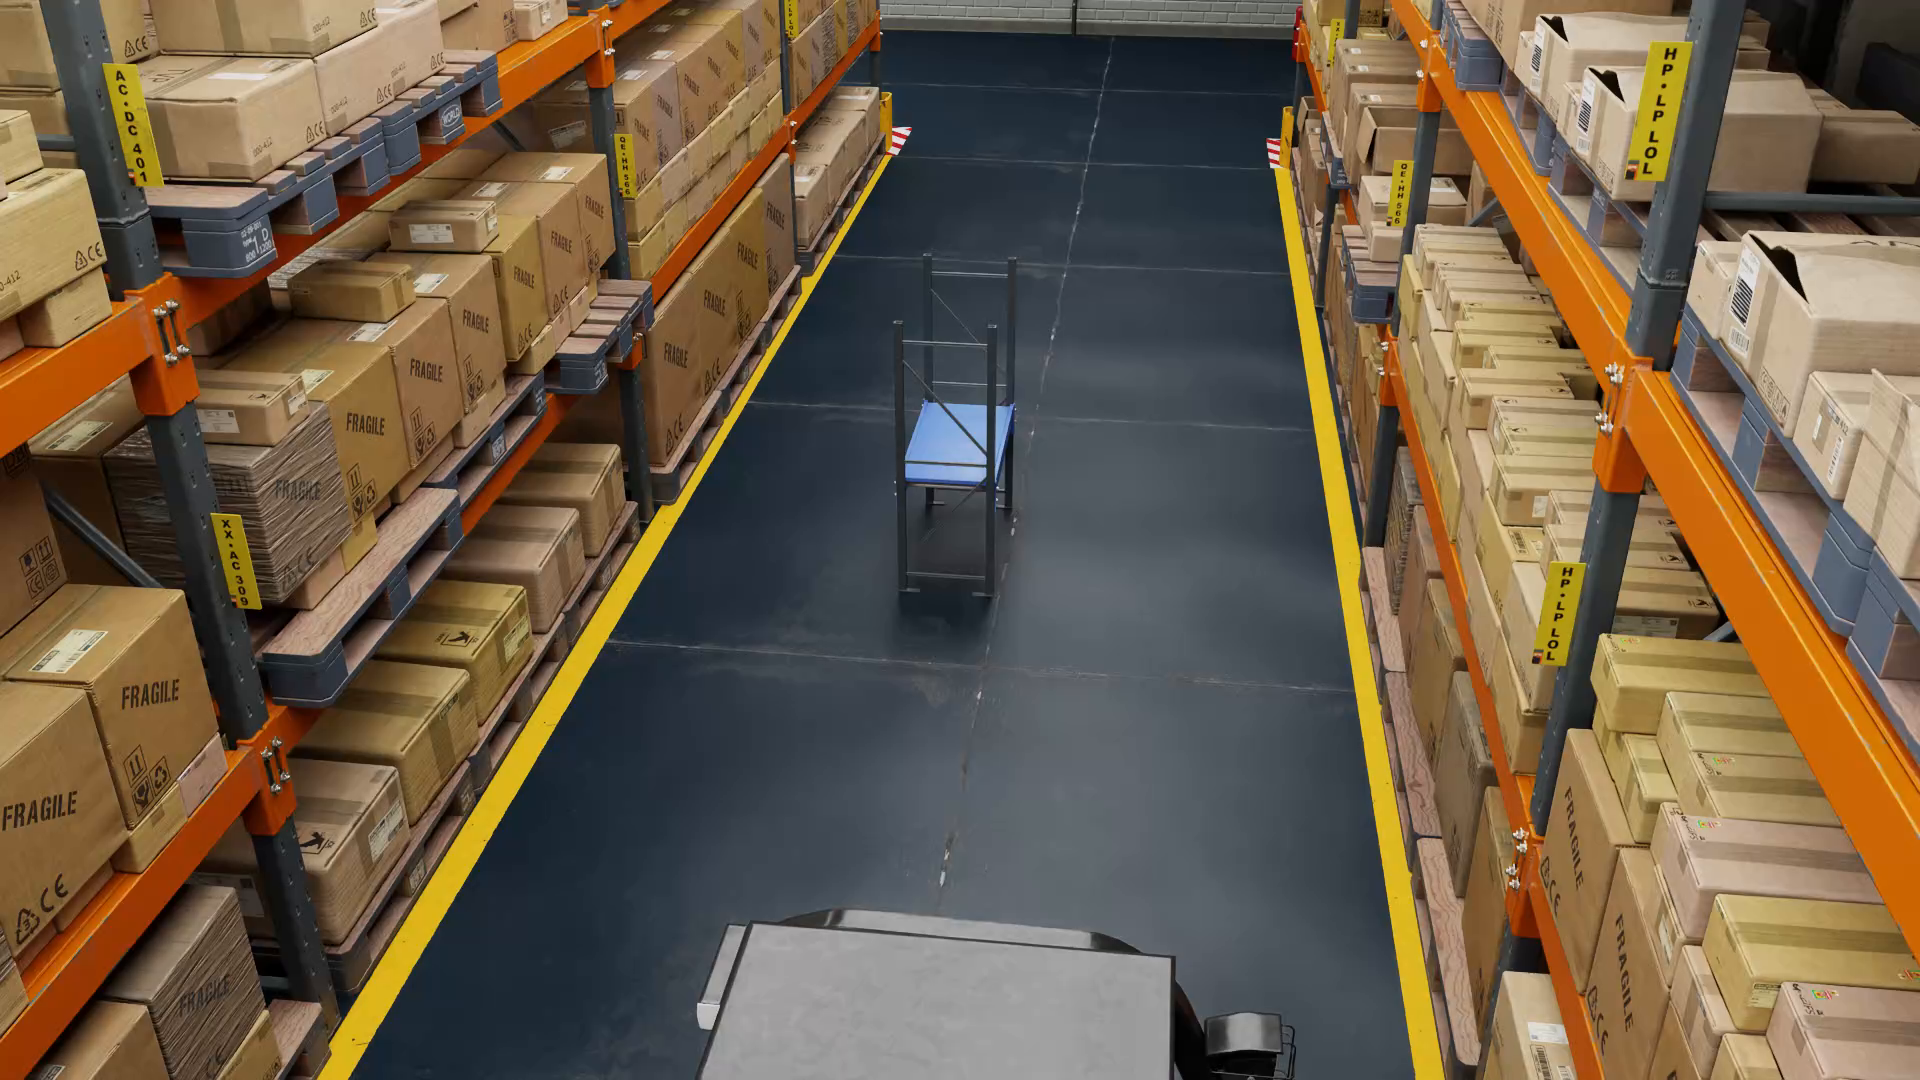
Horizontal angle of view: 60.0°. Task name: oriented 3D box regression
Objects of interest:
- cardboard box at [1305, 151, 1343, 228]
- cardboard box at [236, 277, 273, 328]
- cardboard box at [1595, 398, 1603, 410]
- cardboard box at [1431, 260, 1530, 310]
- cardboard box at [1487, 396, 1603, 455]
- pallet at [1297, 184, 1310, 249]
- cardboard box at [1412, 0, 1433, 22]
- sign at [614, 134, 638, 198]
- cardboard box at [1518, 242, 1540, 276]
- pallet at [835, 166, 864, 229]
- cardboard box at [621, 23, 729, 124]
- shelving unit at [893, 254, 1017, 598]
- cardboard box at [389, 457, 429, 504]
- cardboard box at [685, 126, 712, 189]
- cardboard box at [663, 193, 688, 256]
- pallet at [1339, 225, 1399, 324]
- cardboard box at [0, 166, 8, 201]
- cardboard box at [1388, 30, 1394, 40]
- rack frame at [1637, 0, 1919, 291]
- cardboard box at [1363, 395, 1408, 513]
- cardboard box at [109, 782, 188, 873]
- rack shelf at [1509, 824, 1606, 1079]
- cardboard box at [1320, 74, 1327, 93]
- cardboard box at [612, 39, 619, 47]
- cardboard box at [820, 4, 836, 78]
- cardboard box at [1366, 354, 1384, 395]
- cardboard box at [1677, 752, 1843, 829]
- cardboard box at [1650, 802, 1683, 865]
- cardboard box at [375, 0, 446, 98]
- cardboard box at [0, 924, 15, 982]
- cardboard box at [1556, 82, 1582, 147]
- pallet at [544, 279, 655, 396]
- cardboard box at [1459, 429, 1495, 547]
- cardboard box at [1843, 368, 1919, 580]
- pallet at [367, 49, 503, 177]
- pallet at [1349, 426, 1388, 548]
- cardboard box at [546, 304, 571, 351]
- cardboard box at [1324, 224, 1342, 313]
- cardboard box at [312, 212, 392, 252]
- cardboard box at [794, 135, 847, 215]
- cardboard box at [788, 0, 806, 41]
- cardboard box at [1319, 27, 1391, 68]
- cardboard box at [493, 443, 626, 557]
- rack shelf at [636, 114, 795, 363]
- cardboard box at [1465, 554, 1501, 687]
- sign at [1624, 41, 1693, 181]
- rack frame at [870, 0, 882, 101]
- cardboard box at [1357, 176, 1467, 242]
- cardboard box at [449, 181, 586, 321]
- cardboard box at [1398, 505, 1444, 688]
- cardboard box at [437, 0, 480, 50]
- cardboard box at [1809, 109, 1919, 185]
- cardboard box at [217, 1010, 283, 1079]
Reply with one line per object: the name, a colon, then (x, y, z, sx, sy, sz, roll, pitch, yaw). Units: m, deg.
cardboard box: (3.218, -2.855, 13.580, 0.700, 0.500, 0.500, 2, 28, 4)
cardboard box: (-2.825, -0.911, 6.233, 0.380, 0.149, 0.250, 2, 28, 4)
cardboard box: (2.704, -0.390, 6.442, 0.500, 0.250, 0.500, 3, 28, 5)
cardboard box: (2.308, -1.125, 7.385, 0.380, 0.149, 0.250, 4, 29, 8)
cardboard box: (2.136, -0.400, 6.040, 0.380, 0.149, 0.250, 4, 29, 7)
pallet: (3.399, -2.730, 14.096, 1.003, 0.211, 1.213, 3, 28, 6)
cardboard box: (2.499, -2.686, 8.069, 0.500, 0.250, 0.500, 2, 28, 5)
sign: (-1.710, -1.911, 8.496, 0.100, 0.325, 0.005, 3, 28, 6)
cardboard box: (2.838, -1.341, 7.787, 0.380, 0.149, 0.250, 4, 29, 8)
pallet: (-1.442, -3.047, 14.684, 1.003, 0.211, 1.213, 3, 28, 6)
cardboard box: (-1.751, -2.879, 10.272, 0.500, 0.500, 0.500, 4, 29, 7)
shelving unit: (-0.010, -0.620, 8.820, 0.538, 1.500, 1.048, 3, 28, 6)
cardboard box: (-2.287, -0.269, 6.410, 0.380, 0.149, 0.250, 4, 29, 7)
cardboard box: (-1.805, -2.318, 10.021, 0.500, 0.250, 0.500, 3, 28, 6)
cardboard box: (-1.895, -1.855, 9.689, 0.500, 0.250, 0.500, 3, 28, 5)
pallet: (2.691, -1.415, 8.916, 1.213, 0.211, 1.003, 3, 28, 6)
cardboard box: (-2.518, -0.852, 3.931, 0.380, 0.149, 0.250, 3, 28, 5)
cardboard box: (3.616, -3.820, 13.023, 0.500, 0.250, 0.500, 4, 29, 7)
rack frame: (2.187, -1.934, 3.353, 1.000, 3.000, 0.127, 3, 28, 6)
cardboard box: (2.516, -0.472, 9.156, 0.500, 0.500, 0.500, 4, 29, 8)
cardboard box: (-2.500, 0.818, 4.835, 0.380, 0.149, 0.250, 4, 29, 7)
rack shelf: (1.942, 1.965, 3.199, 1.077, 0.370, 4.000, 3, 28, 6)
cardboard box: (3.036, -3.604, 13.043, 0.380, 0.149, 0.250, 3, 28, 5)
cardboard box: (-2.324, -2.681, 9.904, 0.500, 0.500, 0.500, 3, 28, 6)
cardboard box: (-1.309, -4.066, 13.529, 0.500, 0.500, 0.500, 4, 29, 7)
cardboard box: (2.489, -0.924, 9.310, 0.380, 0.149, 0.250, 2, 28, 4)
cardboard box: (1.889, 0.628, 3.819, 0.380, 0.149, 0.250, 3, 28, 5)
cardboard box: (1.853, 0.758, 3.891, 0.380, 0.149, 0.250, 3, 28, 6)
cardboard box: (-2.169, -1.748, 5.885, 0.500, 0.250, 0.500, 3, 28, 6)
cardboard box: (-2.663, 0.956, 3.894, 0.500, 0.500, 0.500, 4, 29, 8)
cardboard box: (2.020, -1.267, 4.994, 0.380, 0.149, 0.250, 3, 28, 6)
pallet: (-2.231, -1.037, 8.214, 1.213, 0.211, 1.003, 3, 28, 6)
cardboard box: (2.118, -0.176, 6.045, 0.500, 0.250, 0.500, 4, 29, 7)
cardboard box: (1.704, -0.102, 2.708, 0.396, 0.266, 0.258, 3, 28, 5)
pallet: (-2.434, -1.591, 6.075, 1.213, 0.211, 1.003, 3, 28, 6)
pallet: (2.806, -0.298, 9.580, 1.003, 0.211, 1.213, 3, 28, 6)
cardboard box: (-2.042, -0.999, 7.765, 0.380, 0.149, 0.250, 2, 28, 4)
cardboard box: (2.885, -1.929, 11.860, 0.500, 0.500, 0.500, 5, 29, 8)
cardboard box: (-2.650, -1.128, 7.320, 0.500, 0.500, 0.500, 4, 29, 7)
cardboard box: (-1.467, -3.113, 14.125, 0.875, 0.438, 0.875, 3, 28, 5)
cardboard box: (-1.461, -4.040, 12.427, 0.500, 0.500, 0.500, 4, 29, 7)
cardboard box: (3.109, -3.848, 13.075, 0.500, 0.250, 0.500, 3, 28, 6)
cardboard box: (-2.329, -0.225, 8.834, 0.950, 0.372, 0.625, 1, 28, 3)
rack shelf: (-2.004, -2.087, 10.721, 1.077, 0.370, 4.000, 3, 28, 6)
cardboard box: (2.045, 0.283, 5.719, 0.500, 0.250, 0.500, 3, 28, 6)
sign: (1.647, -1.007, 3.917, 0.100, 0.325, 0.005, 3, 28, 6)
rack frame: (-1.269, -5.228, 15.792, 1.000, 3.000, 0.127, 3, 28, 6)
cardboard box: (2.485, -1.810, 9.163, 0.500, 0.250, 0.500, 2, 28, 4)
cardboard box: (-2.082, -1.348, 7.729, 0.500, 0.500, 0.500, 3, 28, 5)
cardboard box: (2.515, 0.285, 7.619, 0.875, 0.625, 0.625, 4, 29, 8)
cardboard box: (-2.408, -2.109, 6.731, 0.797, 0.503, 0.637, 3, 28, 6)
cardboard box: (2.486, -1.120, 4.721, 0.380, 0.149, 0.250, 3, 28, 6)
cardboard box: (-2.545, 1.740, 5.315, 0.500, 0.250, 0.500, 5, 29, 9)
